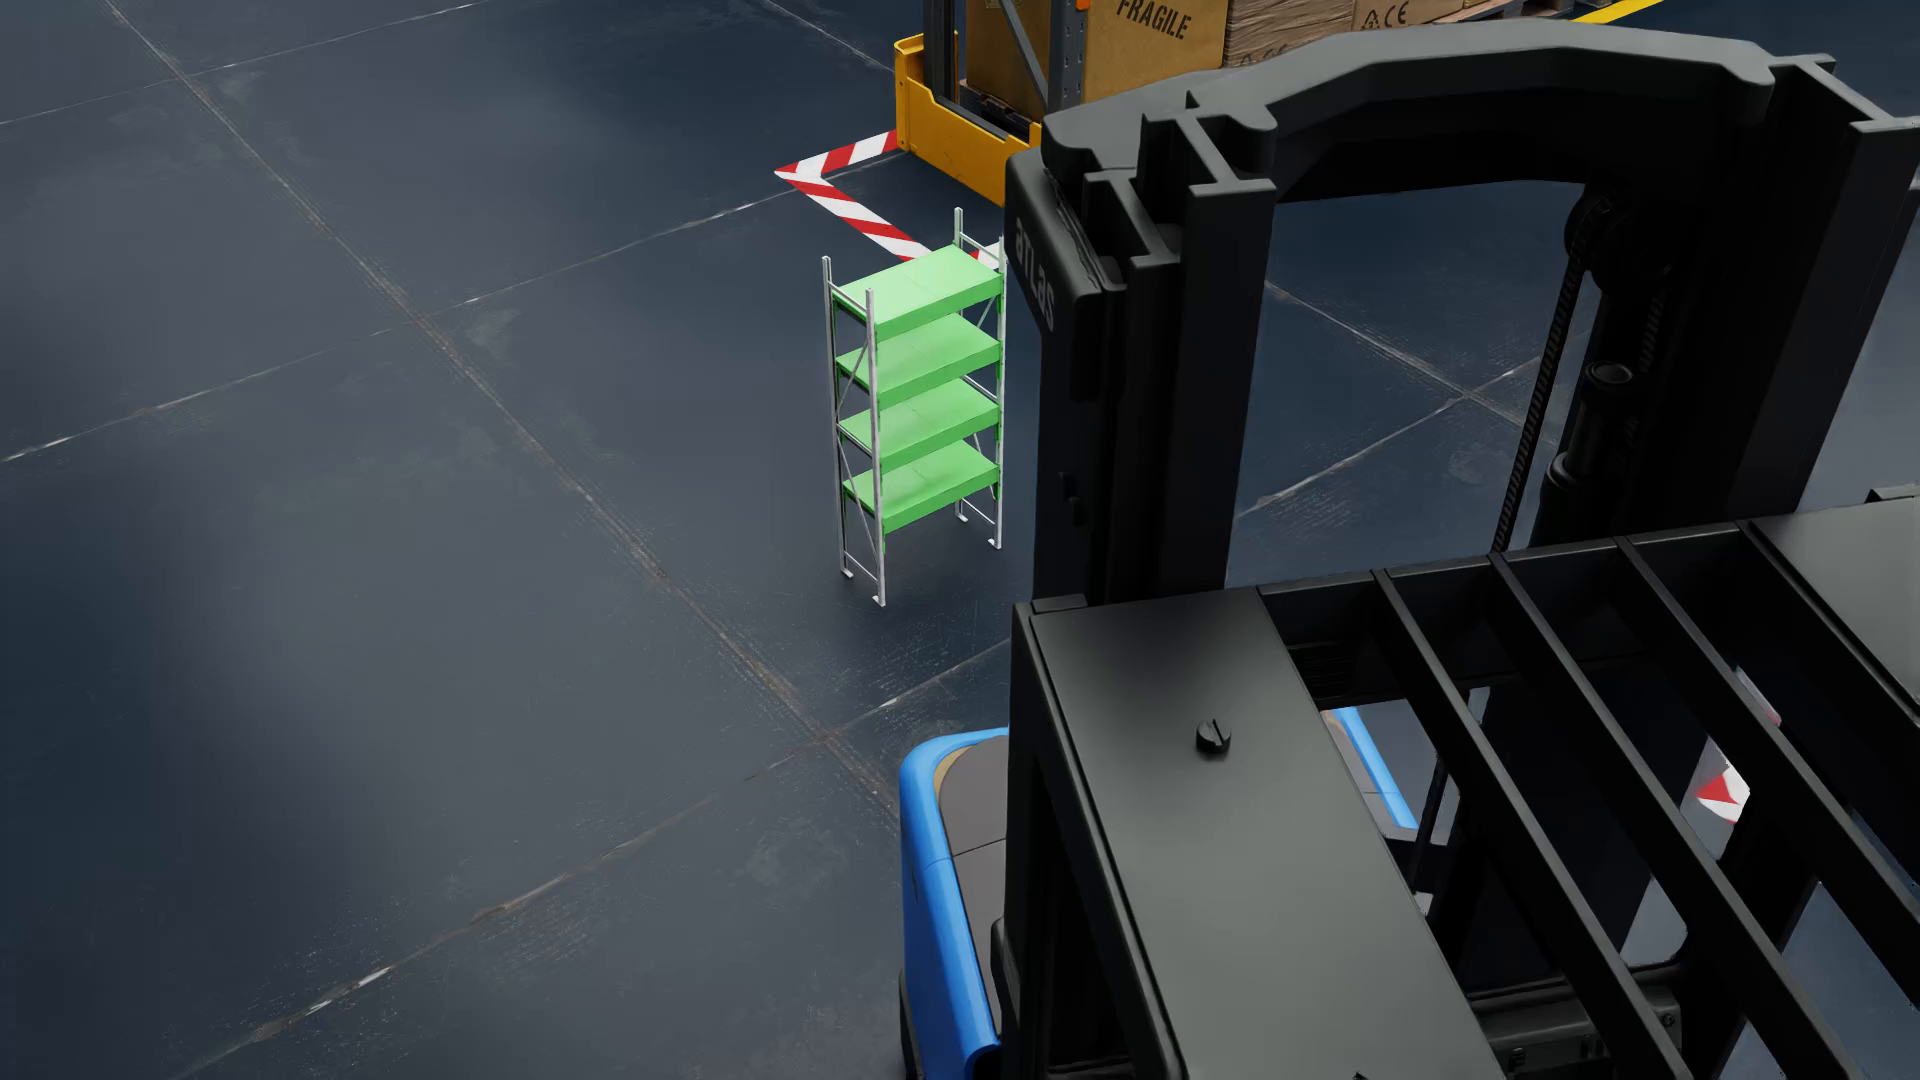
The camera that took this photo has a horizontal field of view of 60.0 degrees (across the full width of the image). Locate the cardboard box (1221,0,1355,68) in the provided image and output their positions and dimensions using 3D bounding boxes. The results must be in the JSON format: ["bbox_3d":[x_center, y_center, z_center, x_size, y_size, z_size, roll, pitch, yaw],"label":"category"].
[{"bbox_3d":[1.358,-2.861,8.217,0.875,0.875,0.875,-26,46,-28],"label":"cardboard box"}]

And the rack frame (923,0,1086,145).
[{"bbox_3d":[0.177,-2.881,6.897,0.127,3.000,1.000,-26,46,-28],"label":"rack frame"}]

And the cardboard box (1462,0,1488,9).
[{"bbox_3d":[2.777,-3.553,9.060,0.875,0.875,0.875,-26,46,-28],"label":"cardboard box"}]

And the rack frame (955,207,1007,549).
[{"bbox_3d":[0.062,-0.494,5.406,0.015,1.200,0.240,-26,46,-28],"label":"rack frame"}]

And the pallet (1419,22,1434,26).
[{"bbox_3d":[1.730,-2.620,8.778,1.213,0.211,1.003,-26,46,-28],"label":"pallet"}]

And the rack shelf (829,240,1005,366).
[{"bbox_3d":[-0.131,-0.722,5.028,0.480,0.148,0.258,-26,46,-28],"label":"rack shelf"}]

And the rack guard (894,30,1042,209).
[{"bbox_3d":[0.158,-1.905,7.679,0.348,0.500,1.175,-26,46,-28],"label":"rack guard"}]

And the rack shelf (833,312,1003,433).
[{"bbox_3d":[-0.131,-0.536,5.180,0.480,0.148,0.258,-26,46,-28],"label":"rack shelf"}]

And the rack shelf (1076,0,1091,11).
[{"bbox_3d":[1.763,-3.376,8.068,4.000,0.370,1.077,-26,46,-28],"label":"rack shelf"}]

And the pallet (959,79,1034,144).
[{"bbox_3d":[0.764,-2.151,8.206,1.213,0.211,1.003,-26,46,-28],"label":"pallet"}]

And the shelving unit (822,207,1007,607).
[{"bbox_3d":[-0.131,-0.400,5.291,0.503,1.200,0.258,-26,46,-28],"label":"shelving unit"}]

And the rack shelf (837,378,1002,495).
[{"bbox_3d":[-0.131,-0.351,5.332,0.480,0.148,0.258,-26,46,-28],"label":"rack shelf"}]

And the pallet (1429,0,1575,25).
[{"bbox_3d":[2.698,-3.094,9.356,1.213,0.211,1.003,-26,46,-28],"label":"pallet"}]

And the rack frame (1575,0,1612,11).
[{"bbox_3d":[3.349,-4.427,8.782,0.127,3.000,1.000,-26,46,-28],"label":"rack frame"}]

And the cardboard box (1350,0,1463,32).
[{"bbox_3d":[2.063,-3.205,8.636,0.875,0.875,0.875,-26,46,-28],"label":"cardboard box"}]

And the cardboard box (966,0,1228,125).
[{"bbox_3d":[0.636,-2.510,7.788,0.875,0.875,0.875,-26,46,-28],"label":"cardboard box"}]

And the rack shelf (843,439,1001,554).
[{"bbox_3d":[-0.131,-0.165,5.484,0.480,0.148,0.258,-26,46,-28],"label":"rack shelf"}]

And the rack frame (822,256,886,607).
[{"bbox_3d":[-0.325,-0.306,5.177,0.015,1.200,0.240,-26,46,-28],"label":"rack frame"}]

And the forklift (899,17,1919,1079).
[{"bbox_3d":[0.645,0.982,2.242,1.130,2.935,3.031,-7,40,-9],"label":"forklift"}]
